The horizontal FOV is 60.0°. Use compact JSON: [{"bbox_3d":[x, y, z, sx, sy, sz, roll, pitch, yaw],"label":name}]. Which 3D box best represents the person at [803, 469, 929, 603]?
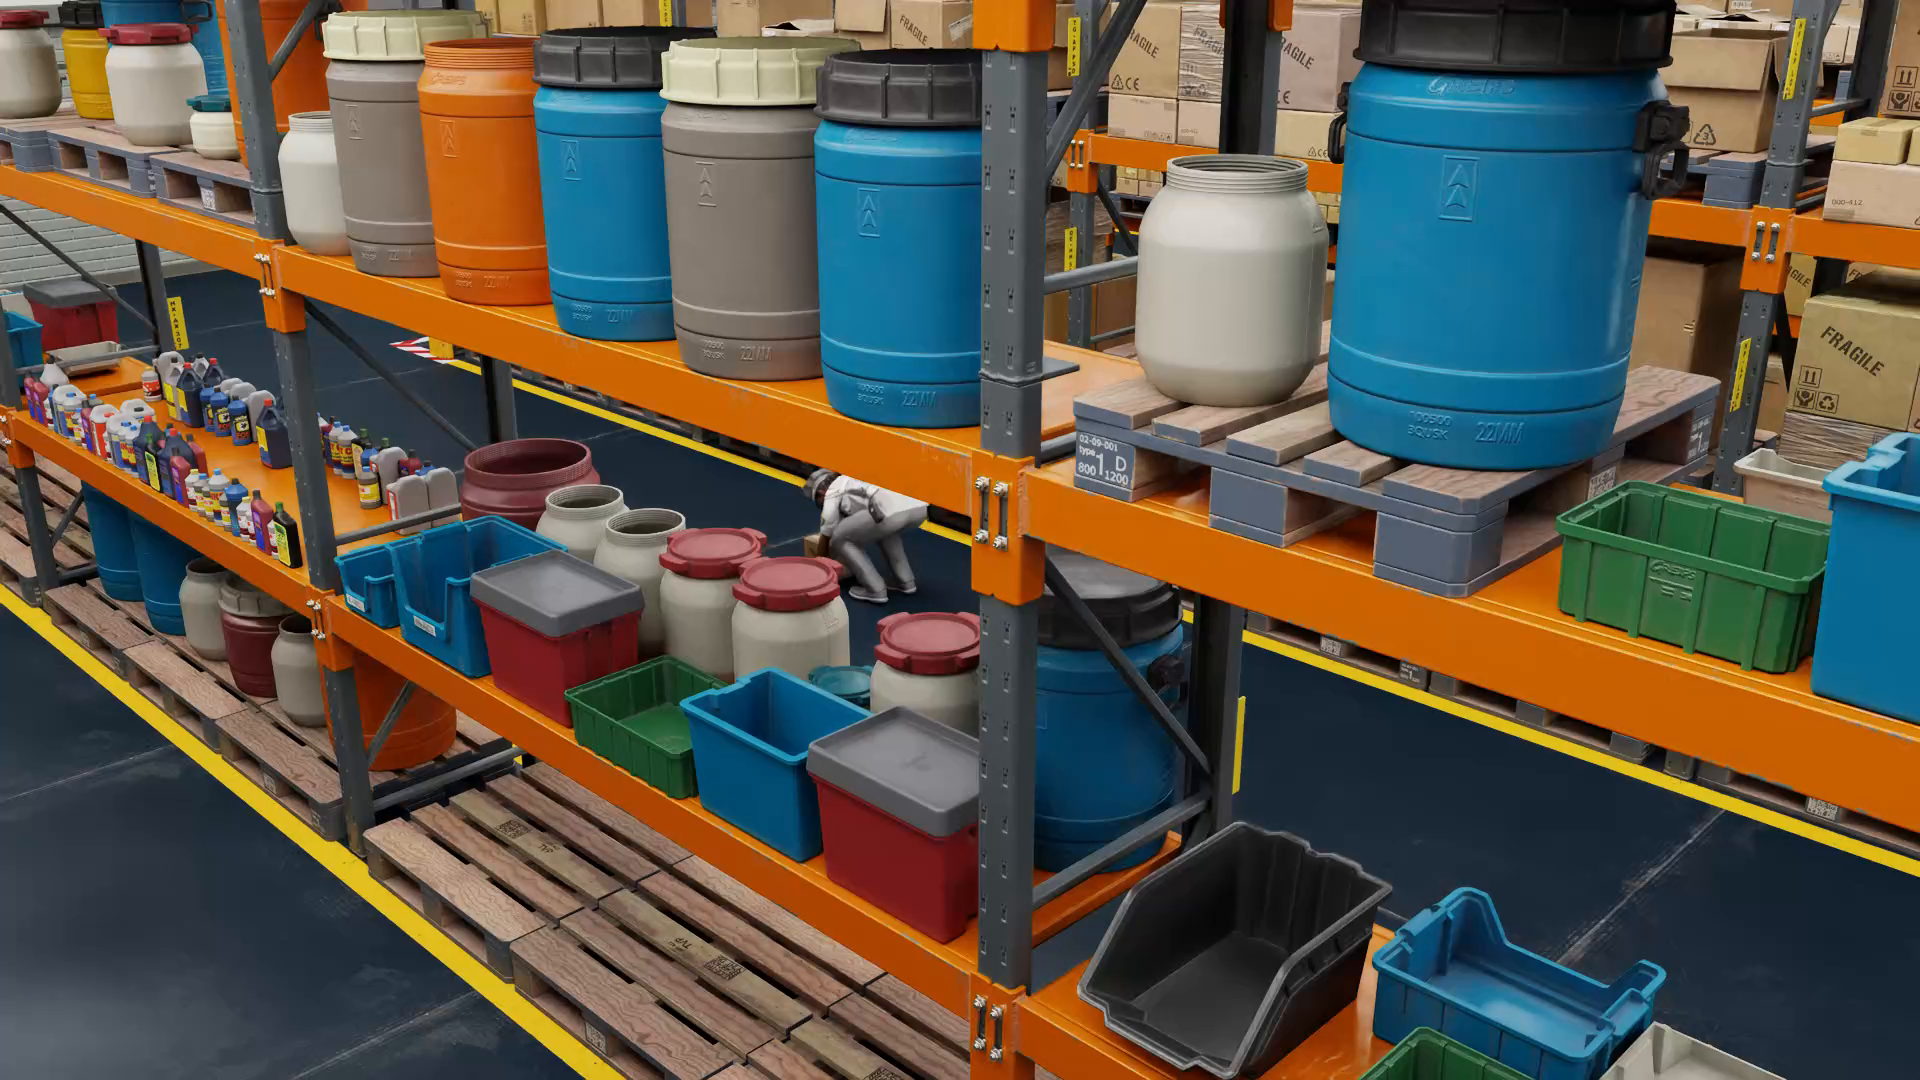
[{"bbox_3d":[-0.607,-0.061,10.487,0.920,0.822,0.469,18,27,39],"label":"person"}]
